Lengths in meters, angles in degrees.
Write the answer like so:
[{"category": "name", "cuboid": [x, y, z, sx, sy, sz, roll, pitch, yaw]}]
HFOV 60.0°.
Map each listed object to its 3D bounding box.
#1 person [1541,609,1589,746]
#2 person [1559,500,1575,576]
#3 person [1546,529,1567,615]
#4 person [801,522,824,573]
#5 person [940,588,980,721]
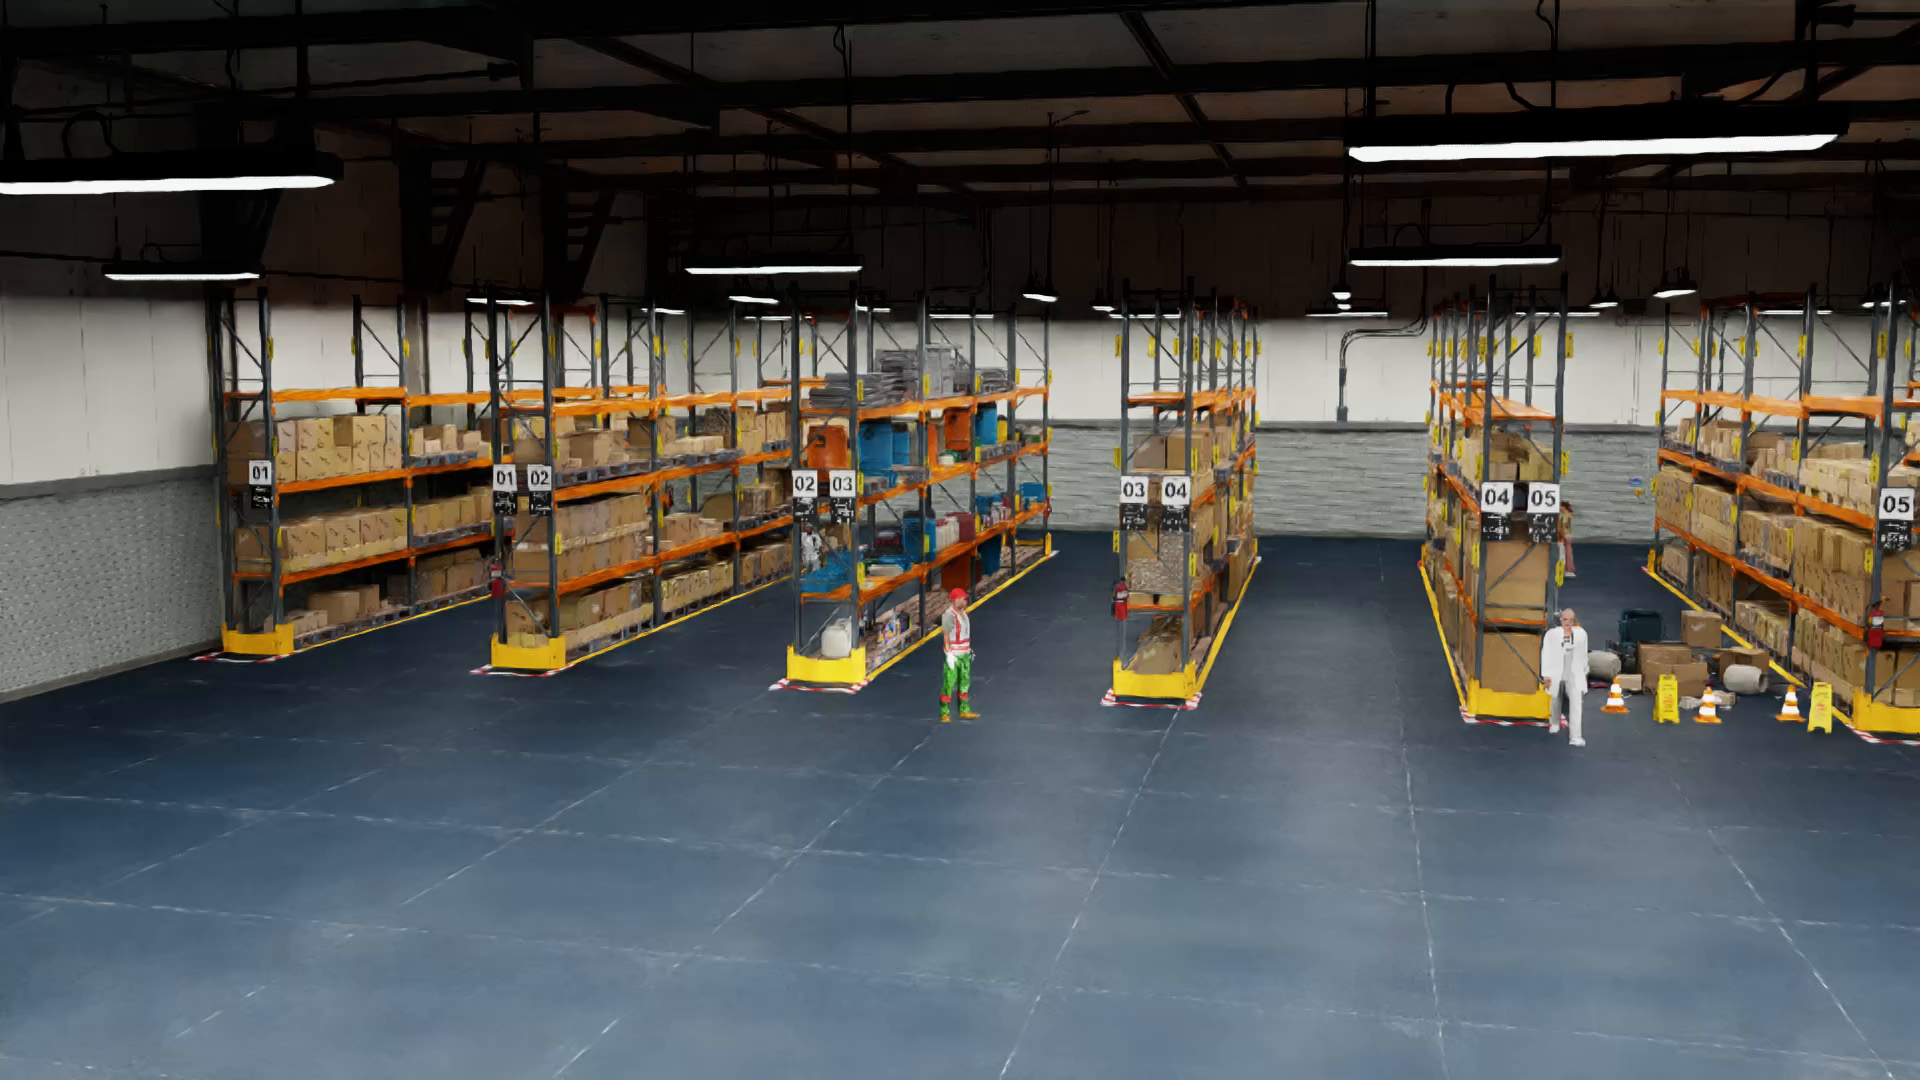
[{"category": "person", "cuboid": [7.714, 1.712, 21.194, 0.598, 1.698, 1.194, 2, 7, 16]}, {"category": "person", "cuboid": [13.312, -0.053, 36.670, 0.570, 1.664, 0.590, 3, 7, 25]}, {"category": "person", "cuboid": [11.271, 0.594, 31.398, 0.399, 1.602, 0.469, -2, 7, -19]}, {"category": "person", "cuboid": [-2.986, 0.382, 33.219, 0.455, 1.587, 1.088, 1, 7, 11]}, {"category": "person", "cuboid": [-0.026, 1.527, 22.423, 0.433, 1.790, 0.626, 5, 8, 34]}]
